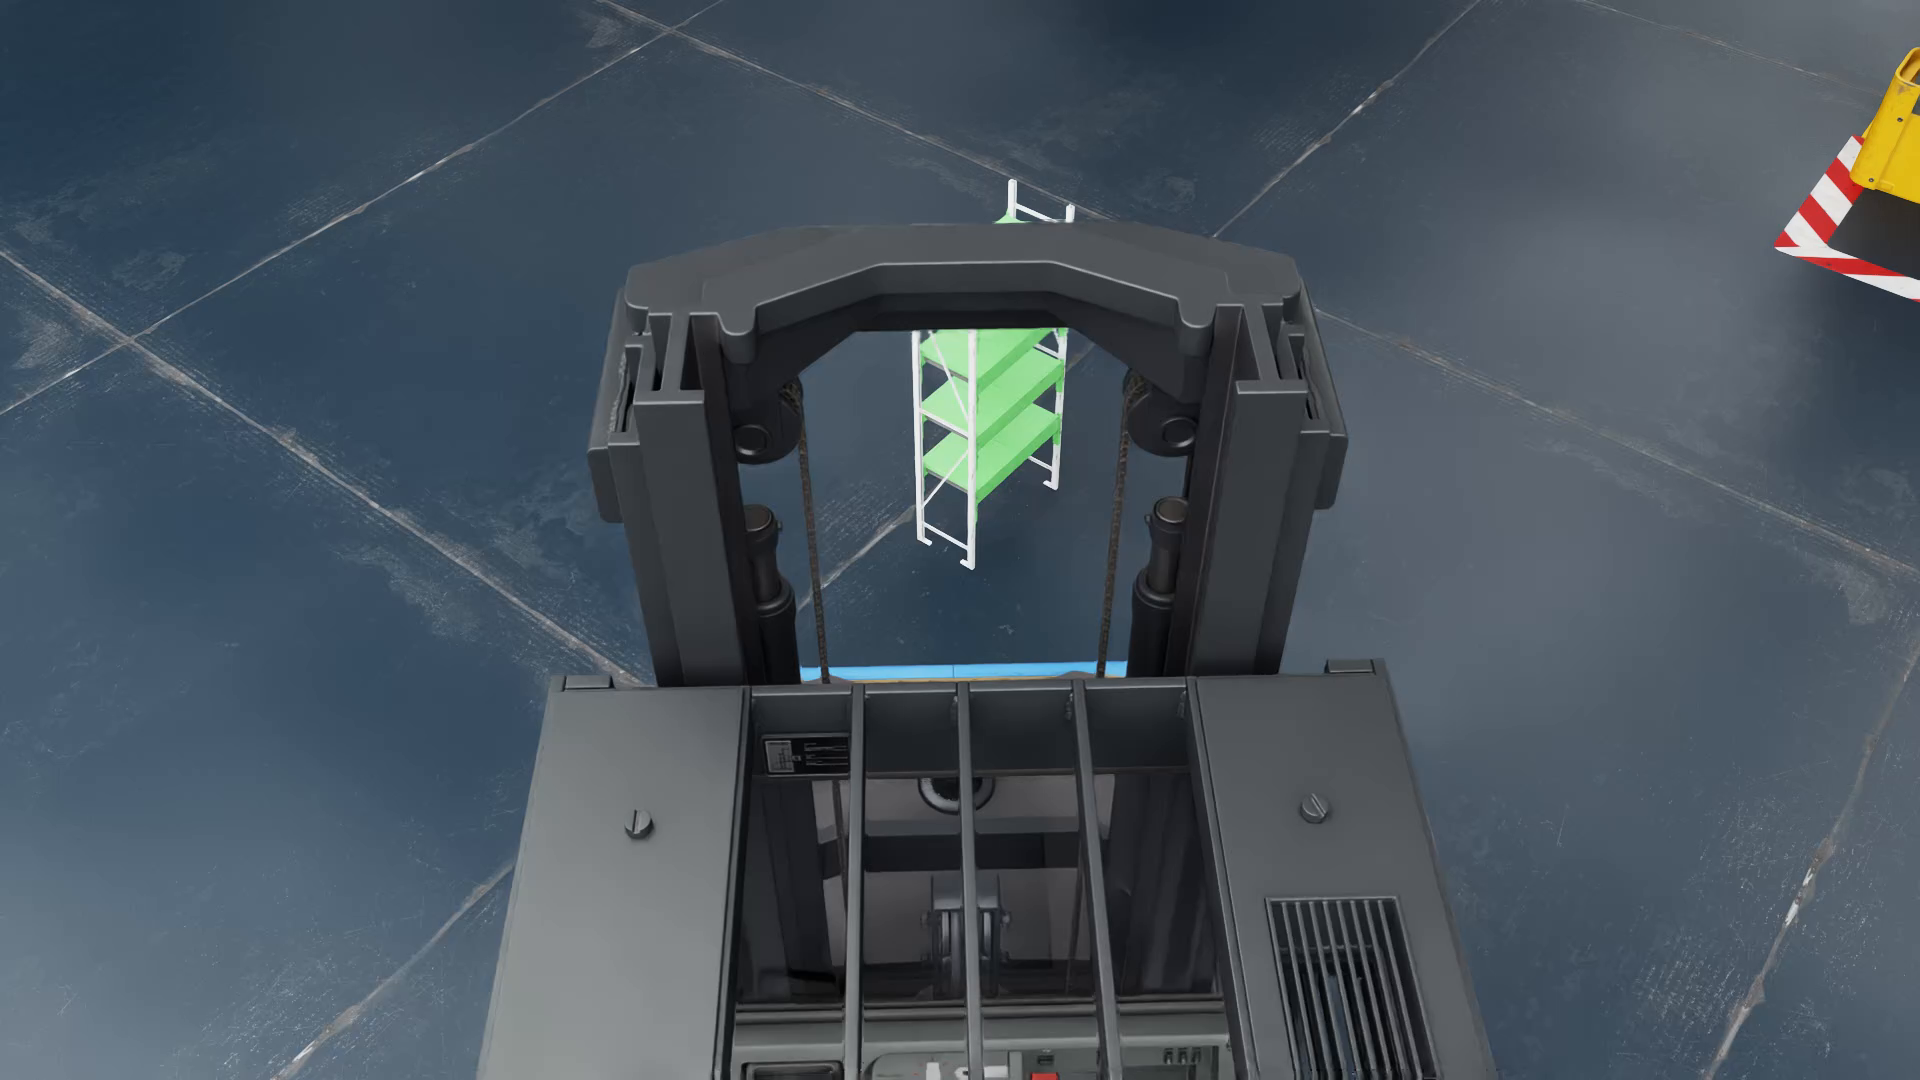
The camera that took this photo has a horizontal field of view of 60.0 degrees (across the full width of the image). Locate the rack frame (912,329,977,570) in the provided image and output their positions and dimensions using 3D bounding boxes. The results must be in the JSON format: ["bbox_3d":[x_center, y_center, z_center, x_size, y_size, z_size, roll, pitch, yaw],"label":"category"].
[{"bbox_3d":[-0.048,-0.370,5.273,0.240,1.200,0.015,29,53,25],"label":"rack frame"}]

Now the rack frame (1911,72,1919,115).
[{"bbox_3d":[4.380,-2.402,5.970,1.000,3.000,0.127,29,53,25],"label":"rack frame"}]

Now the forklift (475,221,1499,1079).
[{"bbox_3d":[0.022,1.095,2.677,1.130,2.935,3.031,-1,46,-1],"label":"forklift"}]

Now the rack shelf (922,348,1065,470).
[{"bbox_3d":[0.101,-0.465,5.453,0.258,0.148,0.480,29,53,25],"label":"rack shelf"}]

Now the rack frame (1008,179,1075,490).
[{"bbox_3d":[0.250,-0.649,5.540,0.240,1.200,0.015,29,53,25],"label":"rack frame"}]

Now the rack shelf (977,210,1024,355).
[{"bbox_3d":[0.101,-0.797,5.106,0.258,0.148,0.480,29,53,25],"label":"rack shelf"}]

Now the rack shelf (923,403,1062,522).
[{"bbox_3d":[0.101,-0.299,5.626,0.258,0.148,0.480,29,53,25],"label":"rack shelf"}]

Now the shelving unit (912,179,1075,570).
[{"bbox_3d":[0.101,-0.509,5.407,0.258,1.200,0.503,29,53,25],"label":"shelving unit"}]

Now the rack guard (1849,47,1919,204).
[{"bbox_3d":[4.427,-1.582,6.916,1.175,0.500,0.348,29,53,25],"label":"rack guard"}]

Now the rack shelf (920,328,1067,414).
[{"bbox_3d":[0.101,-0.631,5.279,0.258,0.148,0.480,29,53,25],"label":"rack shelf"}]
